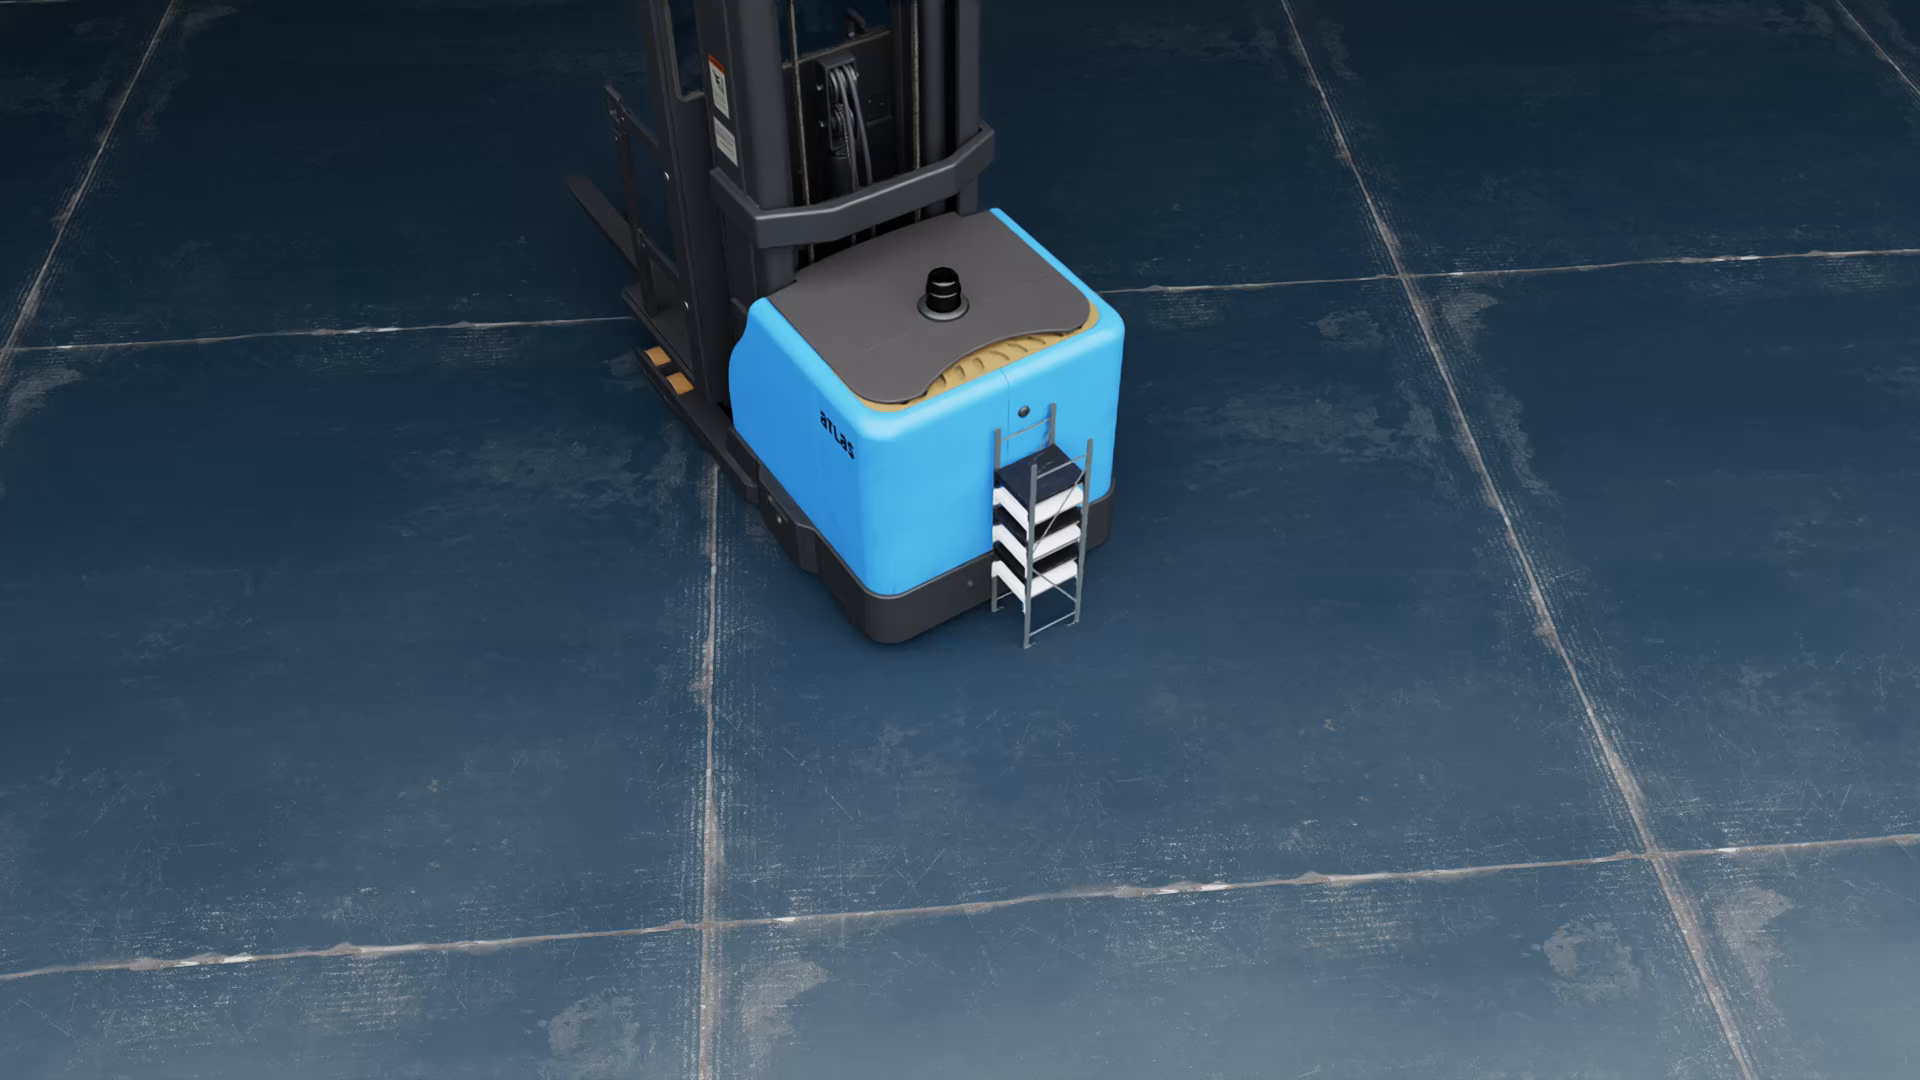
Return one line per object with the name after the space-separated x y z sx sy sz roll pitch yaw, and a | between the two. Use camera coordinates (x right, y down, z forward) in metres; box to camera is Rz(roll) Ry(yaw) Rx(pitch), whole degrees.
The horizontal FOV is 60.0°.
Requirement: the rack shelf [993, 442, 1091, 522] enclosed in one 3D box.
0.270 -0.194 5.488 0.258 0.077 0.200 -25 52 -22 | rack shelf

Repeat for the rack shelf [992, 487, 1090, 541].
0.270 -0.132 5.554 0.258 0.077 0.200 -25 52 -22 | rack shelf

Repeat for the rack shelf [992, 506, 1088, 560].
0.270 -0.071 5.619 0.258 0.077 0.200 -25 52 -22 | rack shelf

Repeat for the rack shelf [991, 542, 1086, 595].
0.270 0.053 5.750 0.258 0.077 0.200 -25 52 -22 | rack shelf

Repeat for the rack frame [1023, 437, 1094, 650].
0.326 0.030 5.602 0.240 0.900 0.006 -25 52 -22 | rack frame

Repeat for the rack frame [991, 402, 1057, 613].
0.214 -0.093 5.719 0.240 0.900 0.006 -25 52 -22 | rack frame

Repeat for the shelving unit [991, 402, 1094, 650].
0.270 -0.032 5.660 0.258 0.900 0.210 -25 52 -22 | shelving unit

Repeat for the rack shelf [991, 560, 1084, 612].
0.270 0.115 5.815 0.258 0.077 0.200 -25 52 -22 | rack shelf

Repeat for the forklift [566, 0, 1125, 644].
-0.665 -1.694 5.836 1.130 2.935 3.031 -25 52 -22 | forklift

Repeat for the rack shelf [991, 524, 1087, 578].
0.270 -0.009 5.684 0.258 0.077 0.200 -25 52 -22 | rack shelf
